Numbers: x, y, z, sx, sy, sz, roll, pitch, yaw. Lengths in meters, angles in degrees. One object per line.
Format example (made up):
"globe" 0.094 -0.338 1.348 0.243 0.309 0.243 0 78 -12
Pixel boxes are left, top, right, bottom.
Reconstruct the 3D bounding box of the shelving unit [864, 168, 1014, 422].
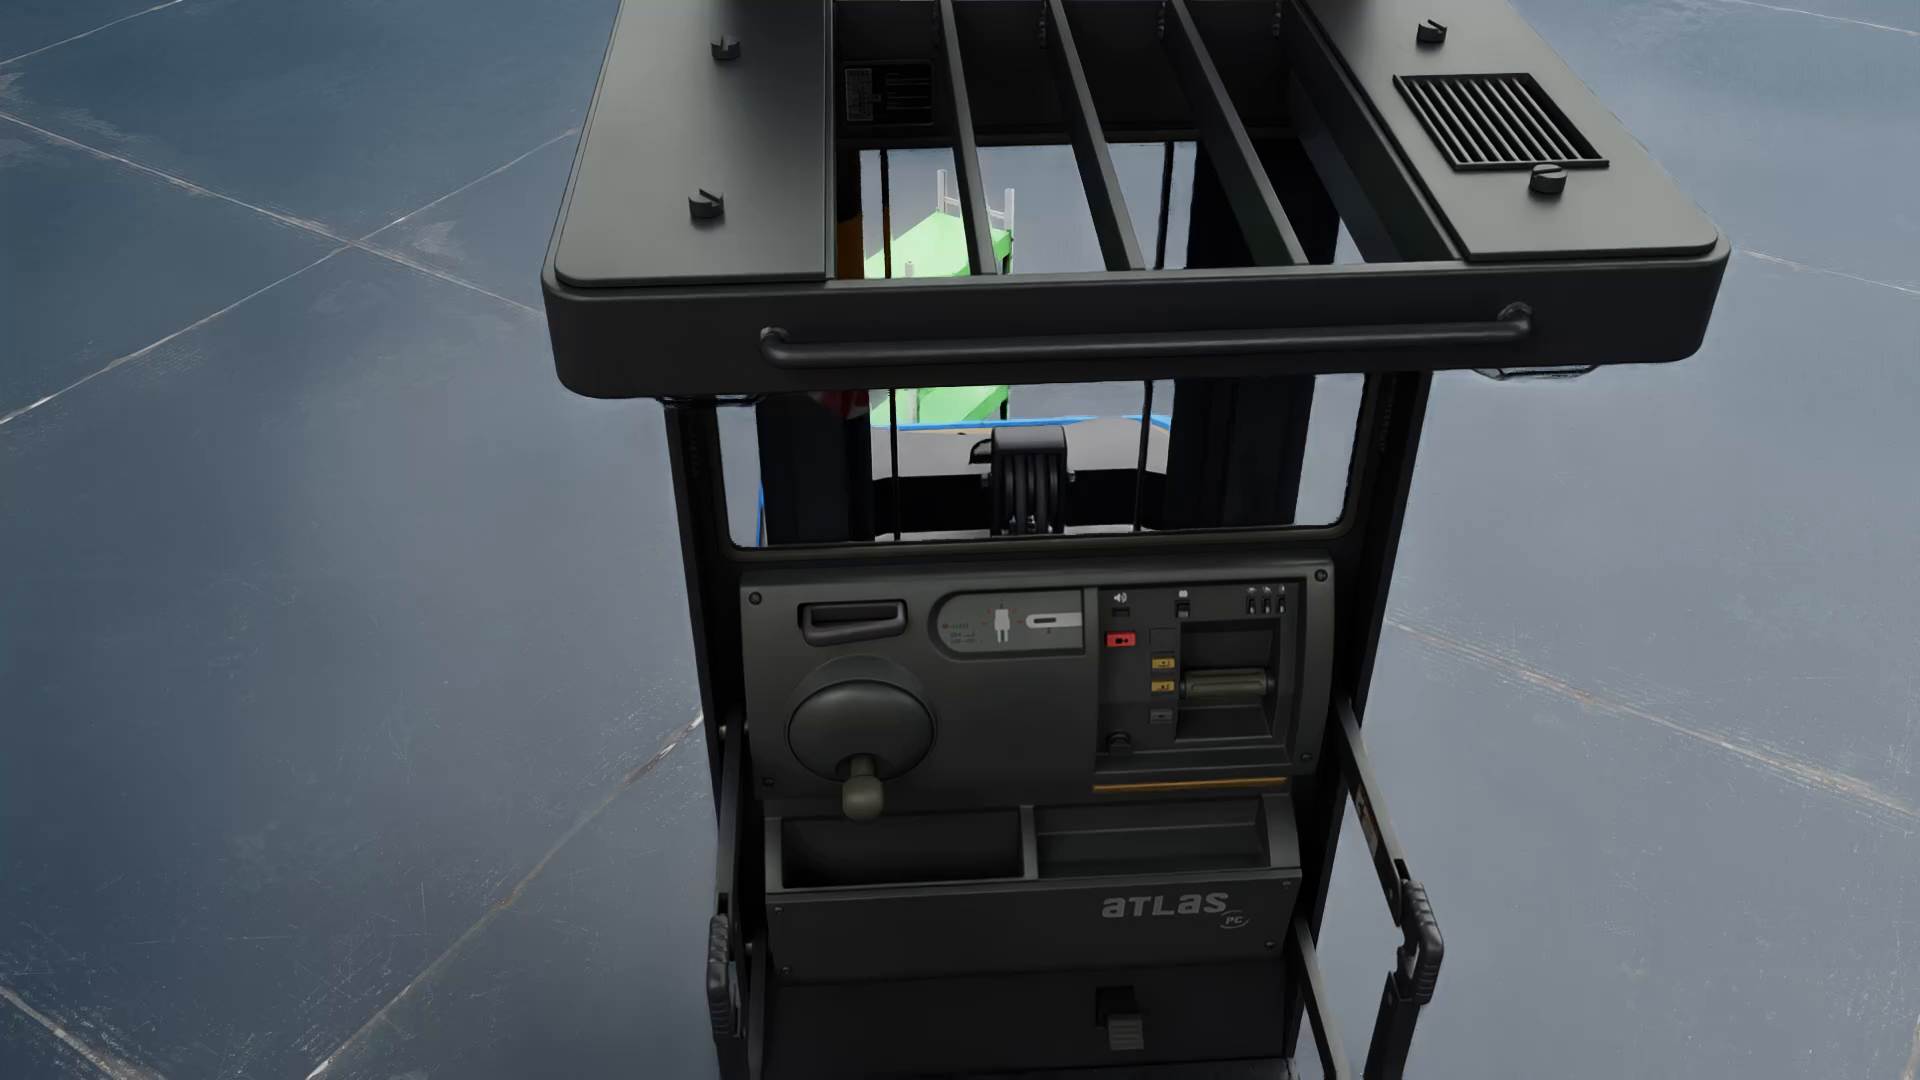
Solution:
"shelving unit" -0.089 -0.390 4.773 0.258 1.200 0.503 21 42 25

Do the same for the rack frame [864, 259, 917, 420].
"rack frame" -0.219 -0.264 4.610 0.240 1.200 0.015 21 42 25

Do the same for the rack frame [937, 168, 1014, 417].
"rack frame" 0.042 -0.516 4.936 0.240 1.200 0.015 21 42 25

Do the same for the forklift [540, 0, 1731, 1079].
"forklift" 0.142 0.300 2.460 1.130 2.935 3.031 -2 38 -3

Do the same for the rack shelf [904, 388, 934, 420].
"rack shelf" -0.089 -0.529 4.665 0.258 0.148 0.480 21 42 25

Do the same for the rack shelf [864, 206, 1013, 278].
"rack shelf" -0.089 -0.719 4.519 0.258 0.148 0.480 21 42 25

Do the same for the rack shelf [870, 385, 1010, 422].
"rack shelf" -0.089 -0.339 4.812 0.258 0.148 0.480 21 42 25
